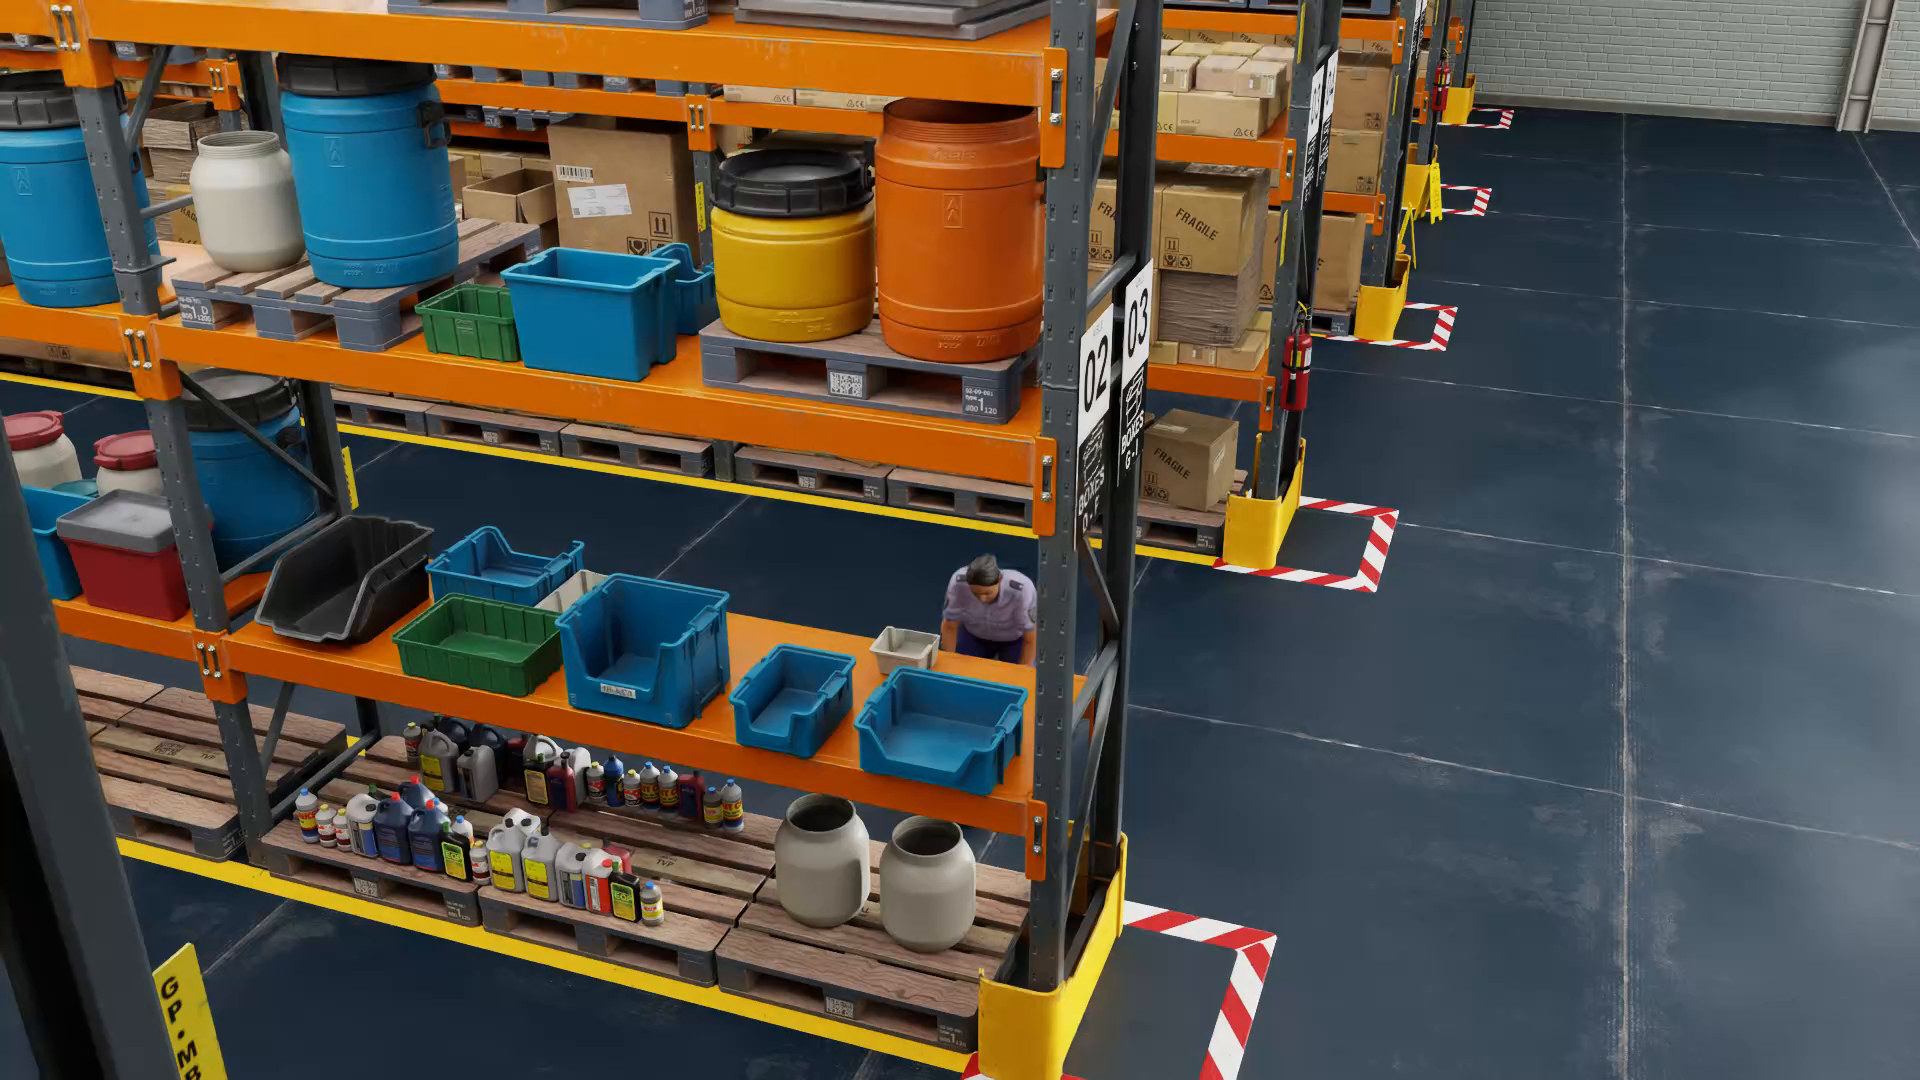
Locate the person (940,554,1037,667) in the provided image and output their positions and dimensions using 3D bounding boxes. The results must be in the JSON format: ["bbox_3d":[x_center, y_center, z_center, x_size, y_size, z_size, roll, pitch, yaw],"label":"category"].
[{"bbox_3d":[0.188,0.606,8.654,0.534,1.368,0.655,9,27,18],"label":"person"}]
